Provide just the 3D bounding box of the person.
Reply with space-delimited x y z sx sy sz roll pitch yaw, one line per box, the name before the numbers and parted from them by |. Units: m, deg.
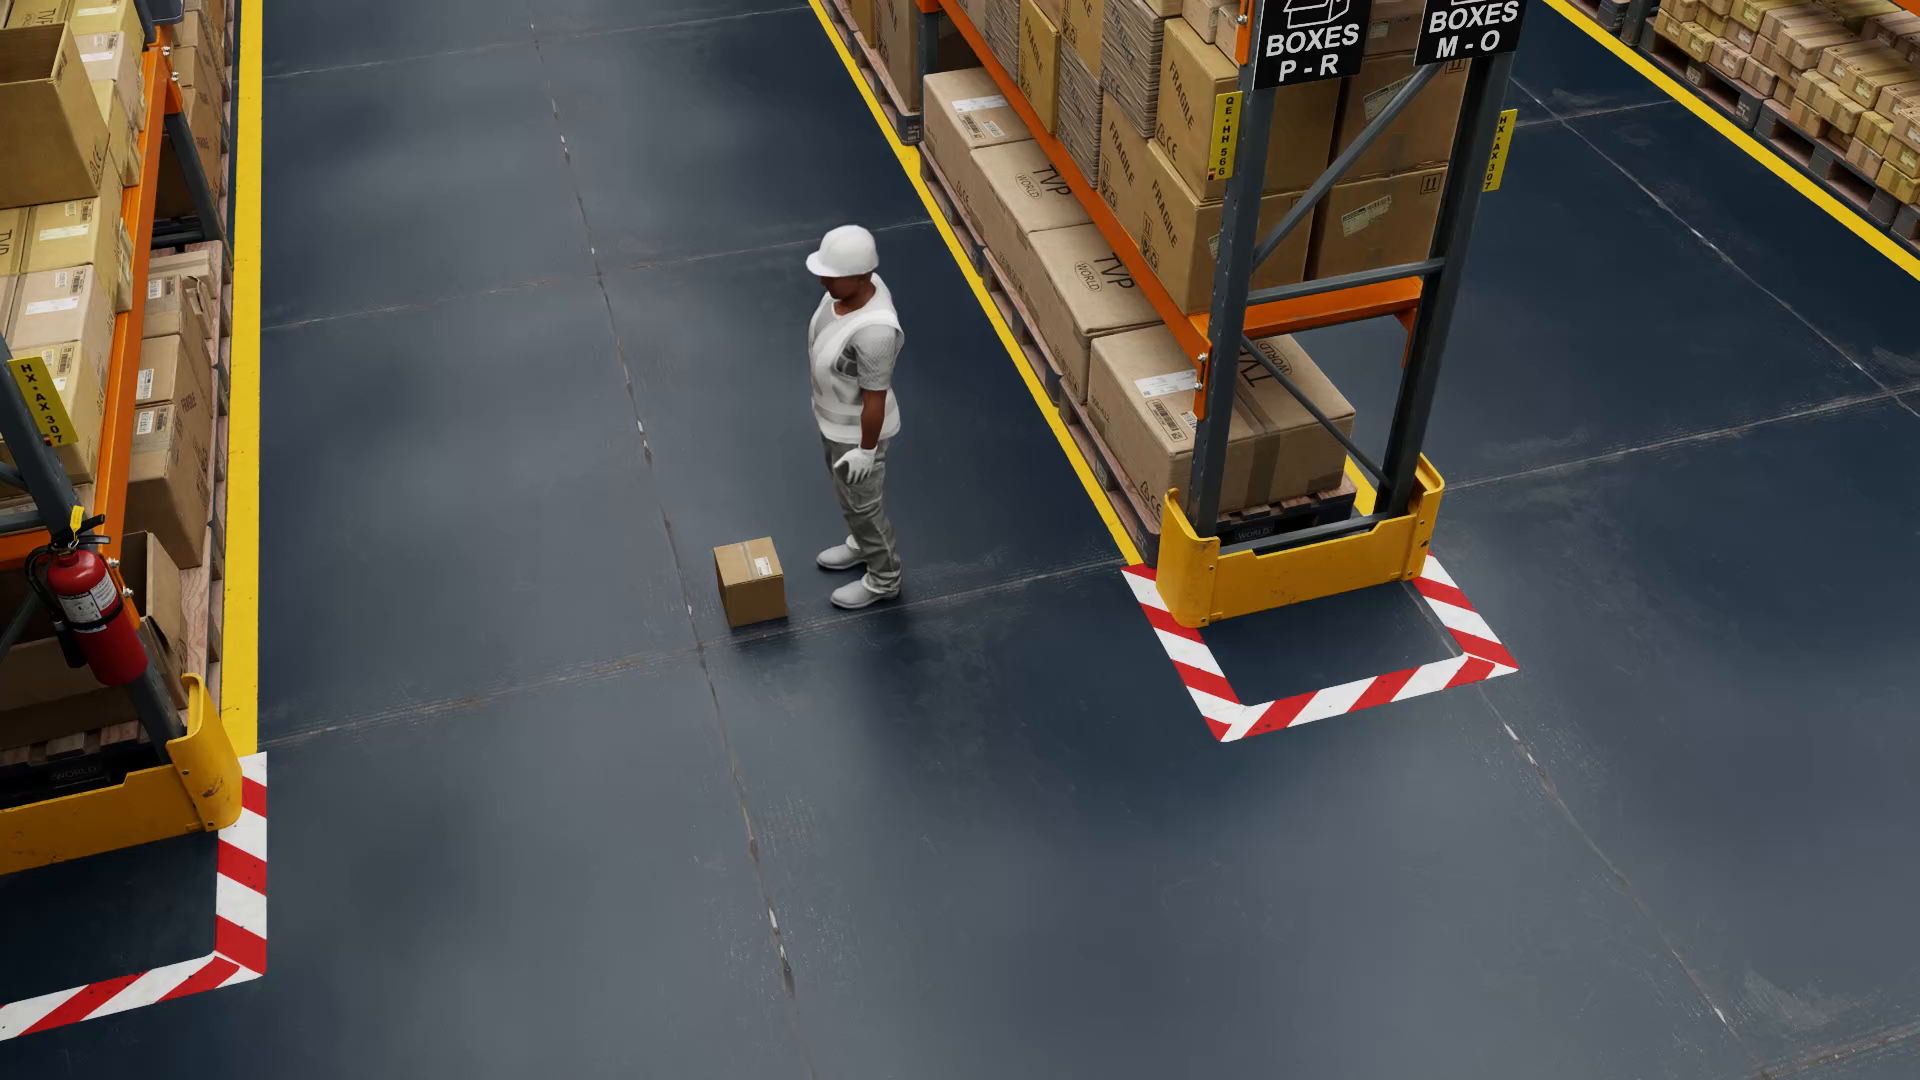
person | -0.417 -0.482 6.685 0.359 1.778 0.547 -11 43 -12
